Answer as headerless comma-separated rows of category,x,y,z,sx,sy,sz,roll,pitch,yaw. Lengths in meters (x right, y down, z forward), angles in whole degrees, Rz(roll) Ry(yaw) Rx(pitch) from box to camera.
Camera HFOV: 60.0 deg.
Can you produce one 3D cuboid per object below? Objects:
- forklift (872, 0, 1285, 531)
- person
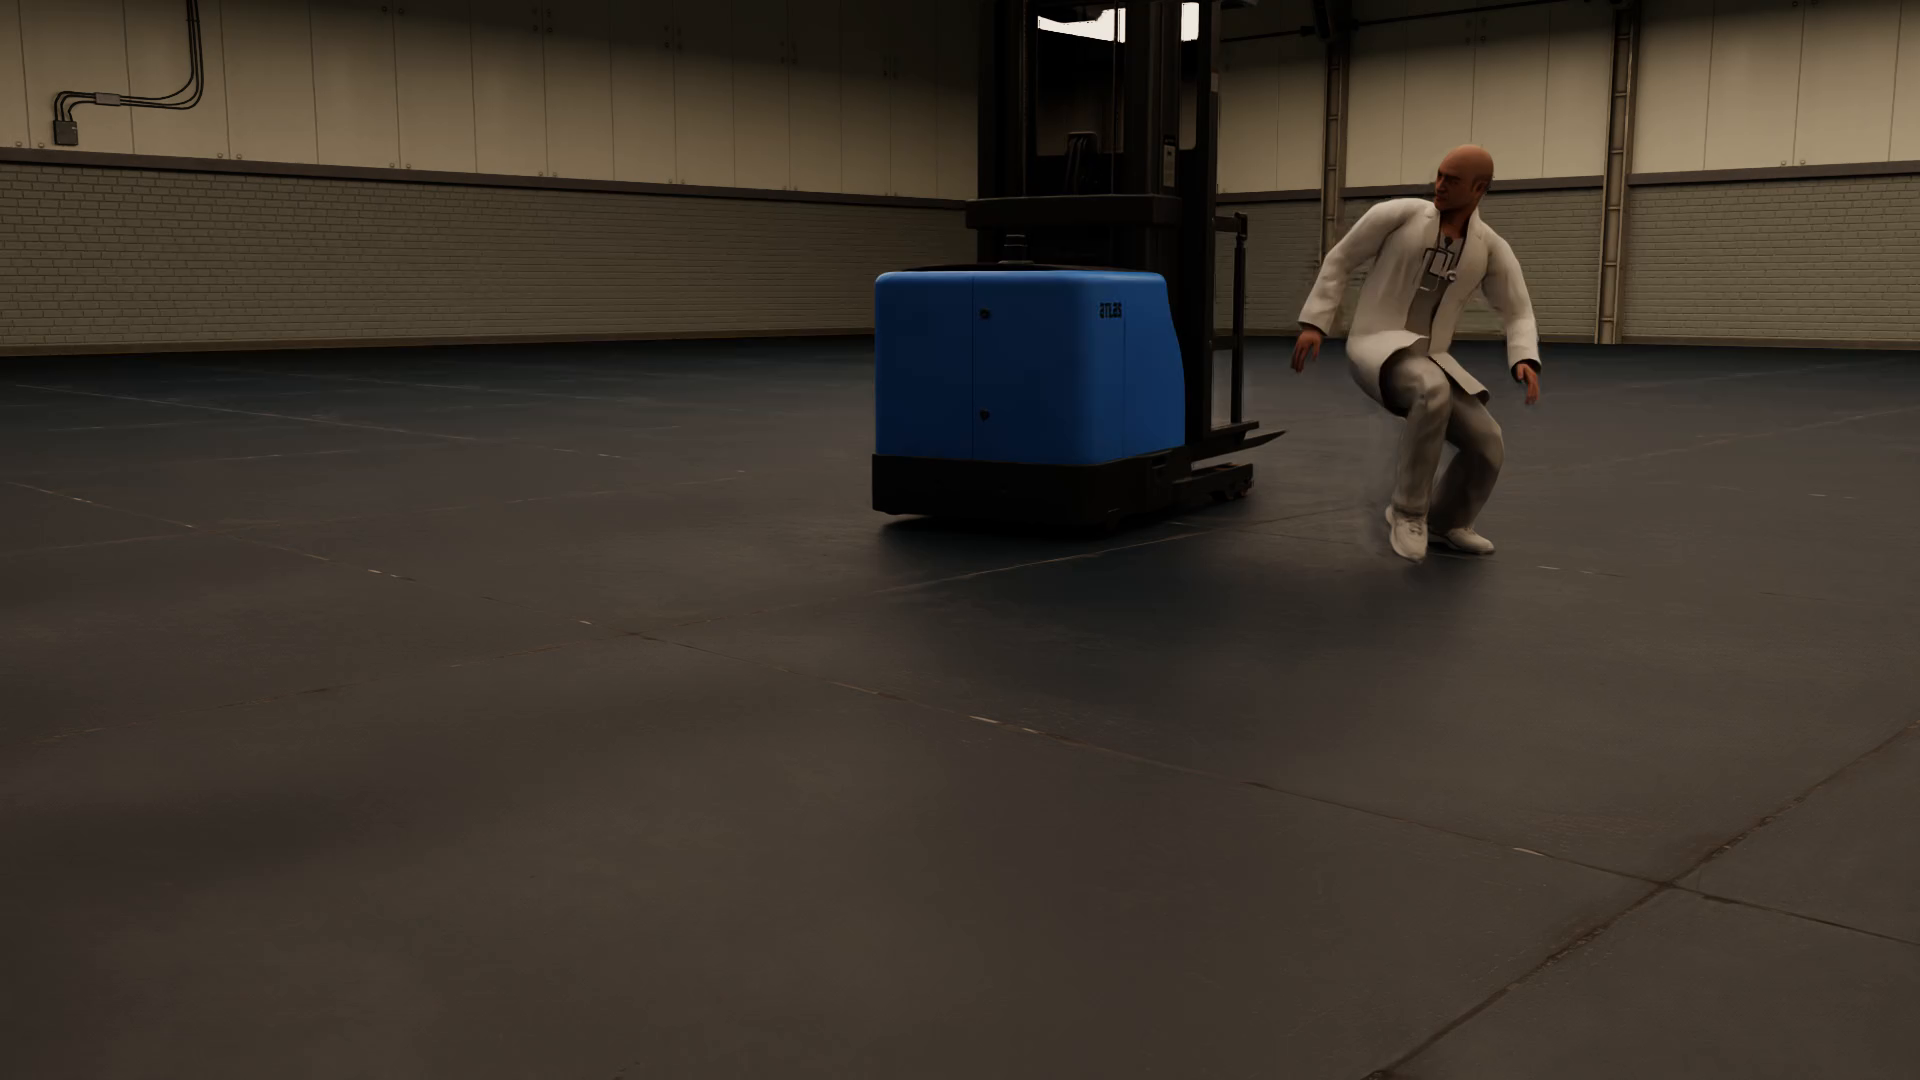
forklift,0.782,-1.664,7.926,1.130,2.935,3.031,5,10,29
person,1.763,-0.690,6.238,0.818,1.554,0.740,-2,9,-16
